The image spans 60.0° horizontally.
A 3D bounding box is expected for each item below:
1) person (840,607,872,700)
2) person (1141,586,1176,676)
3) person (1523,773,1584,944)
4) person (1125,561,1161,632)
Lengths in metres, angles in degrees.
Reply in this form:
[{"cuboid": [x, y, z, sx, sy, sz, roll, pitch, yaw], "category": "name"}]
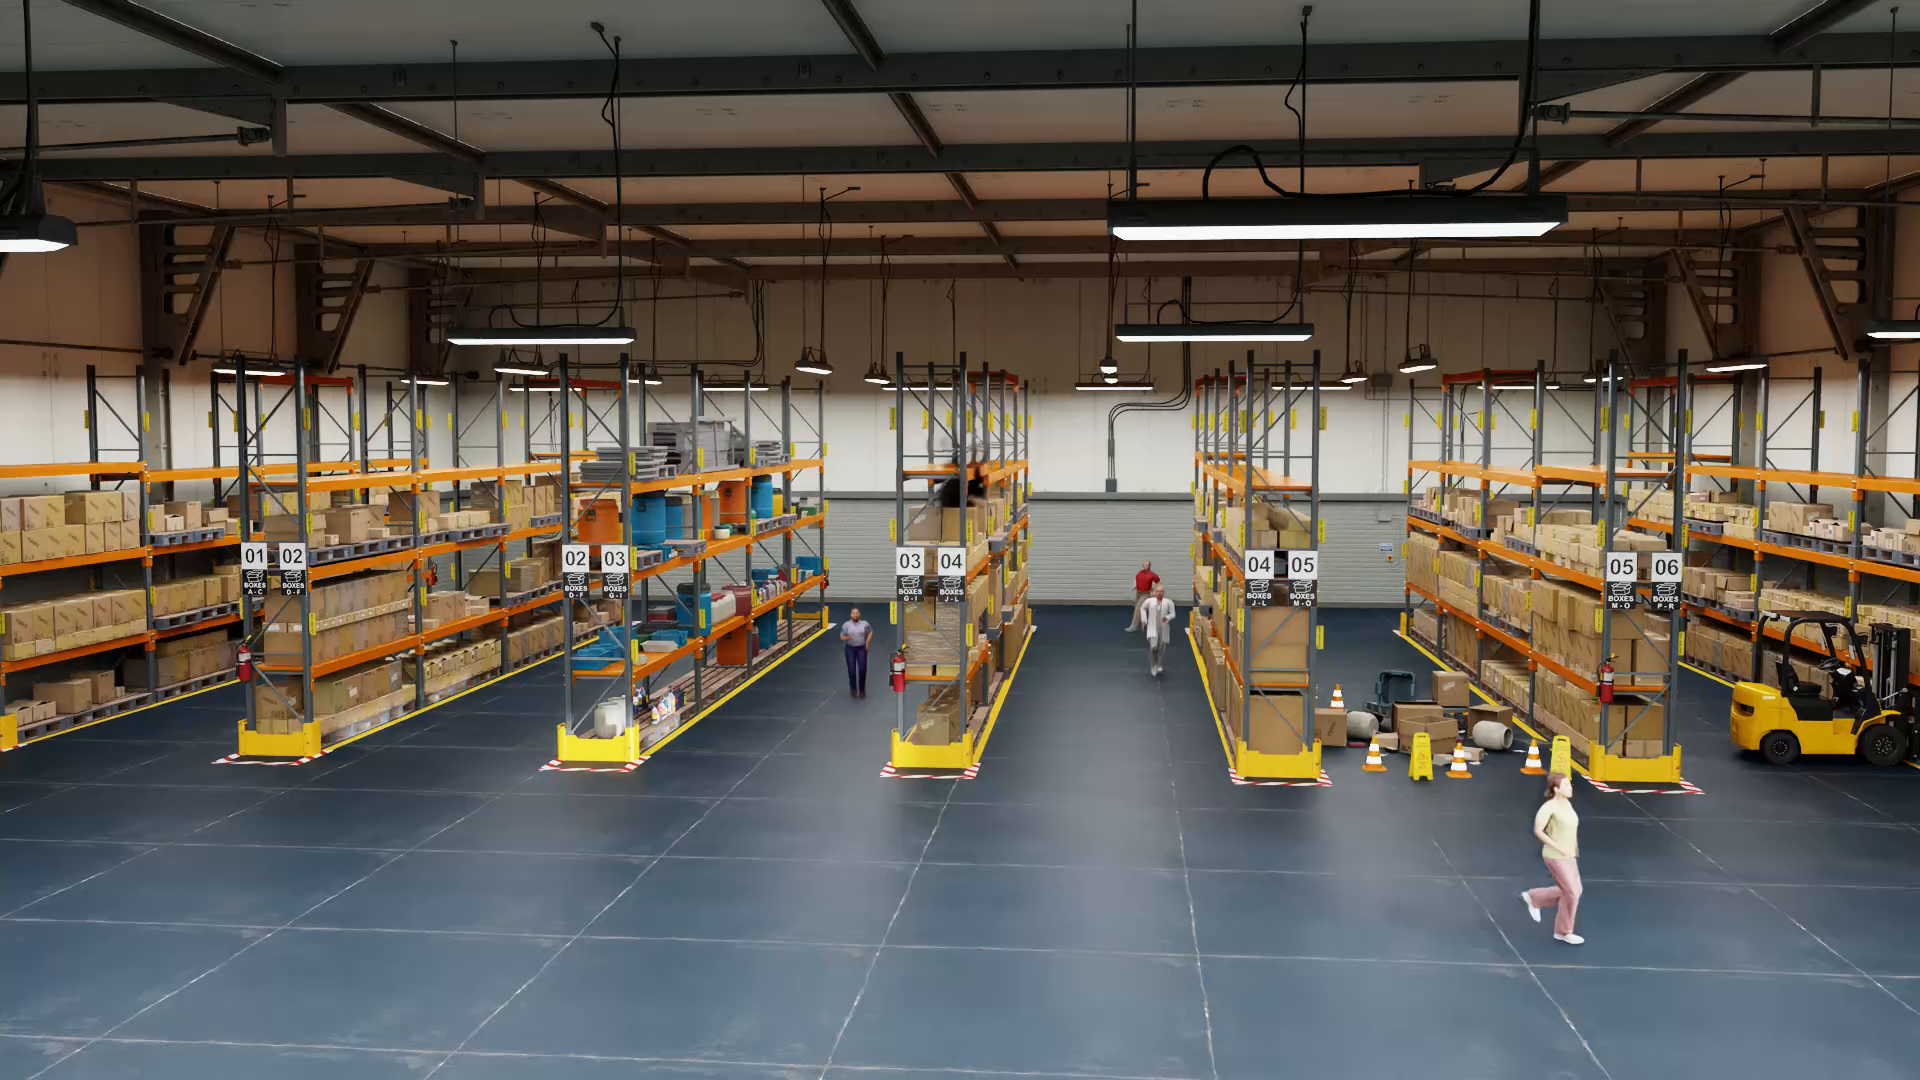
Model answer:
[{"cuboid": [-1.873, 2.058, 30.074, 0.586, 1.676, 0.661, 0, 4, -3], "category": "person"}, {"cuboid": [3.913, 1.792, 32.800, 0.672, 1.785, 0.854, 0, 4, 3], "category": "person"}, {"cuboid": [5.732, 3.043, 16.065, 0.600, 1.627, 0.655, -4, 6, -44], "category": "person"}, {"cuboid": [4.399, 1.335, 39.699, 0.931, 1.683, 0.725, -4, 5, -42], "category": "person"}]
